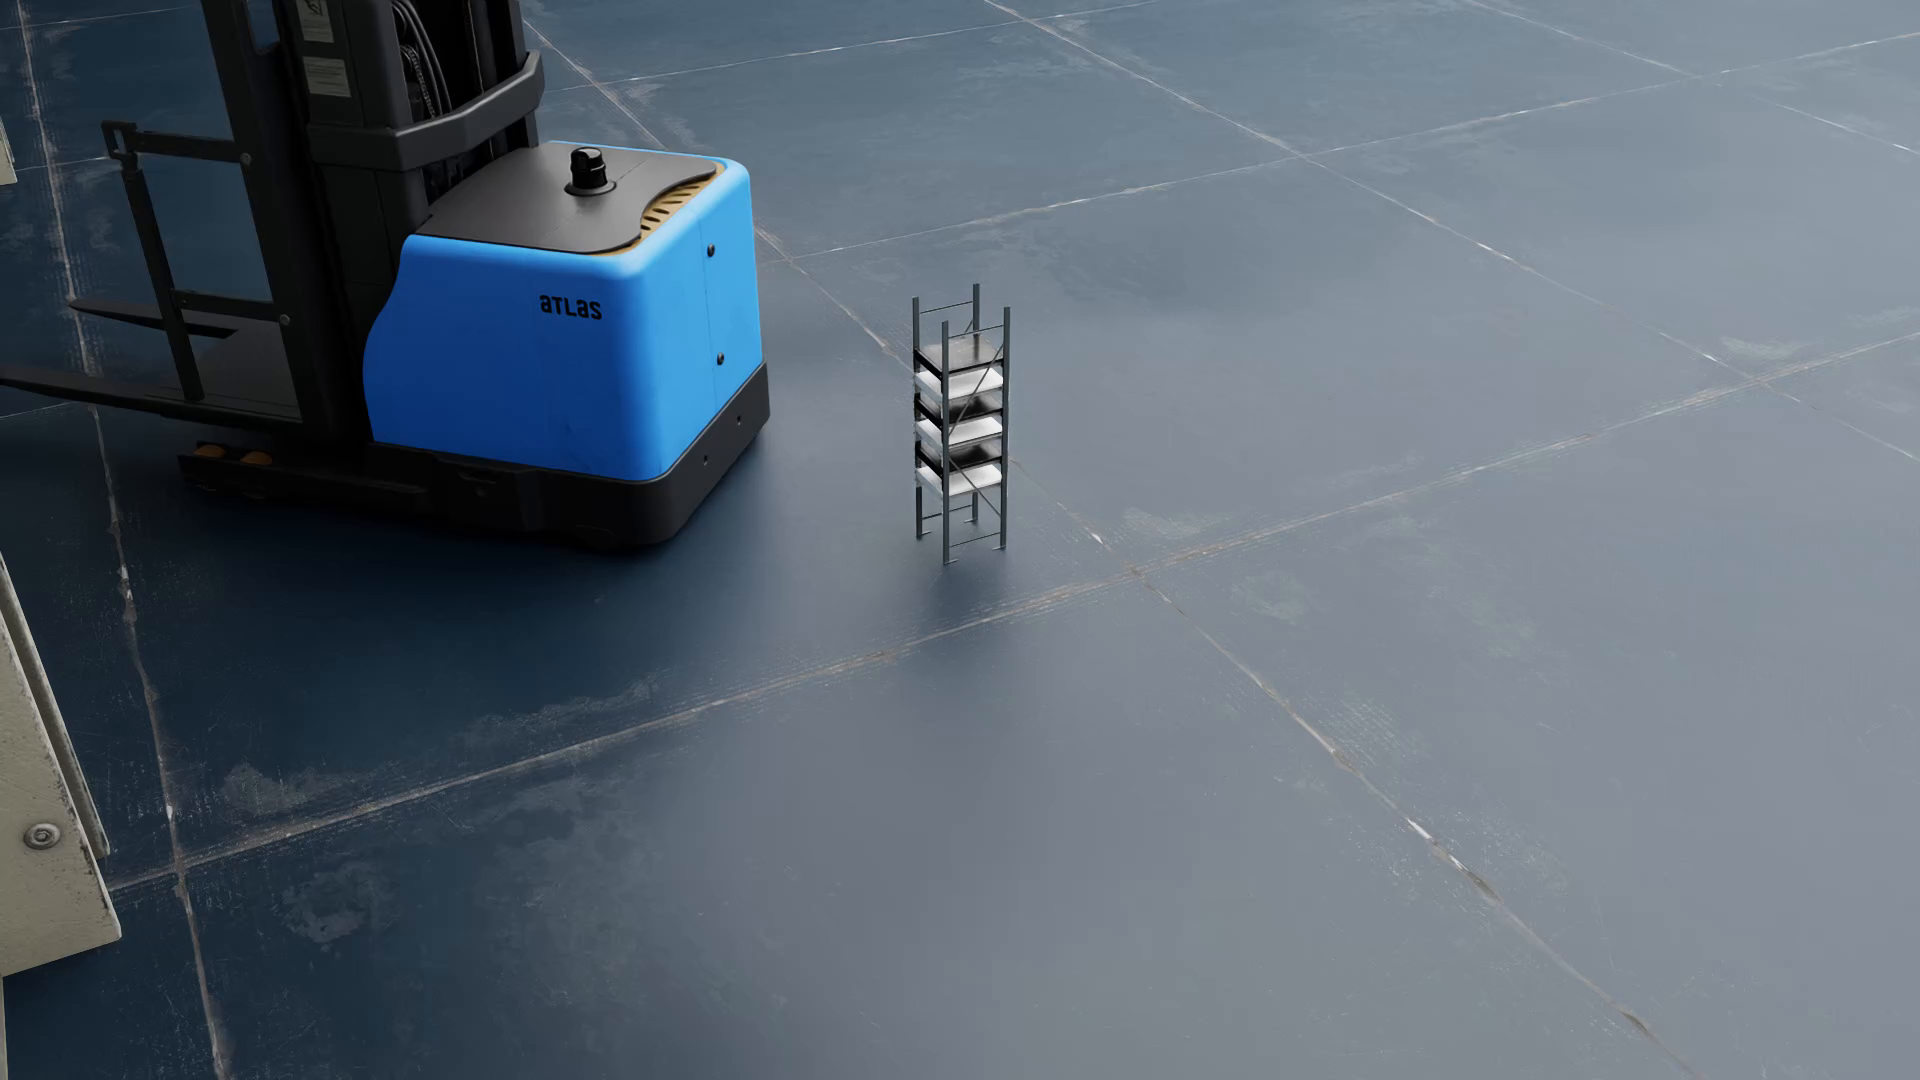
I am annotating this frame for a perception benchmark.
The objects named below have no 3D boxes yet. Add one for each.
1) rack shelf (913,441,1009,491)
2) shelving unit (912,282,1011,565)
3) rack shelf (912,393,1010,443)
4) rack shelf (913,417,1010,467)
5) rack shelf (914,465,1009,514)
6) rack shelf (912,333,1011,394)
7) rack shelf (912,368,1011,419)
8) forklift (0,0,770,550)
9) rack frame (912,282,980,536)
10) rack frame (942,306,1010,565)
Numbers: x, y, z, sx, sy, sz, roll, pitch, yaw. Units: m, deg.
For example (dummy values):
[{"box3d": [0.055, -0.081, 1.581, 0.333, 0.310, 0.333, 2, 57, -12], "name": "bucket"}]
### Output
[{"box3d": [0.004, -0.271, 5.568, 0.258, 0.077, 0.200, -16, 36, -23], "name": "rack shelf"}, {"box3d": [0.004, -0.375, 5.501, 0.258, 0.900, 0.210, -16, 36, -23], "name": "shelving unit"}, {"box3d": [0.004, -0.423, 5.471, 0.258, 0.077, 0.200, -16, 36, -23], "name": "rack shelf"}, {"box3d": [0.004, -0.347, 5.519, 0.258, 0.077, 0.200, -16, 36, -23], "name": "rack shelf"}, {"box3d": [0.004, -0.195, 5.616, 0.258, 0.077, 0.200, -16, 36, -23], "name": "rack shelf"}, {"box3d": [0.004, -0.574, 5.374, 0.258, 0.077, 0.200, -16, 36, -23], "name": "rack shelf"}, {"box3d": [0.004, -0.499, 5.422, 0.258, 0.077, 0.200, -16, 36, -23], "name": "rack shelf"}, {"box3d": [-2.300, -1.644, 5.599, 3.031, 2.935, 1.130, 9, 34, 14], "name": "forklift"}, {"box3d": [-0.044, -0.424, 5.577, 0.240, 0.900, 0.006, -16, 36, -23], "name": "rack frame"}, {"box3d": [0.051, -0.327, 5.425, 0.240, 0.900, 0.006, -16, 36, -23], "name": "rack frame"}]
